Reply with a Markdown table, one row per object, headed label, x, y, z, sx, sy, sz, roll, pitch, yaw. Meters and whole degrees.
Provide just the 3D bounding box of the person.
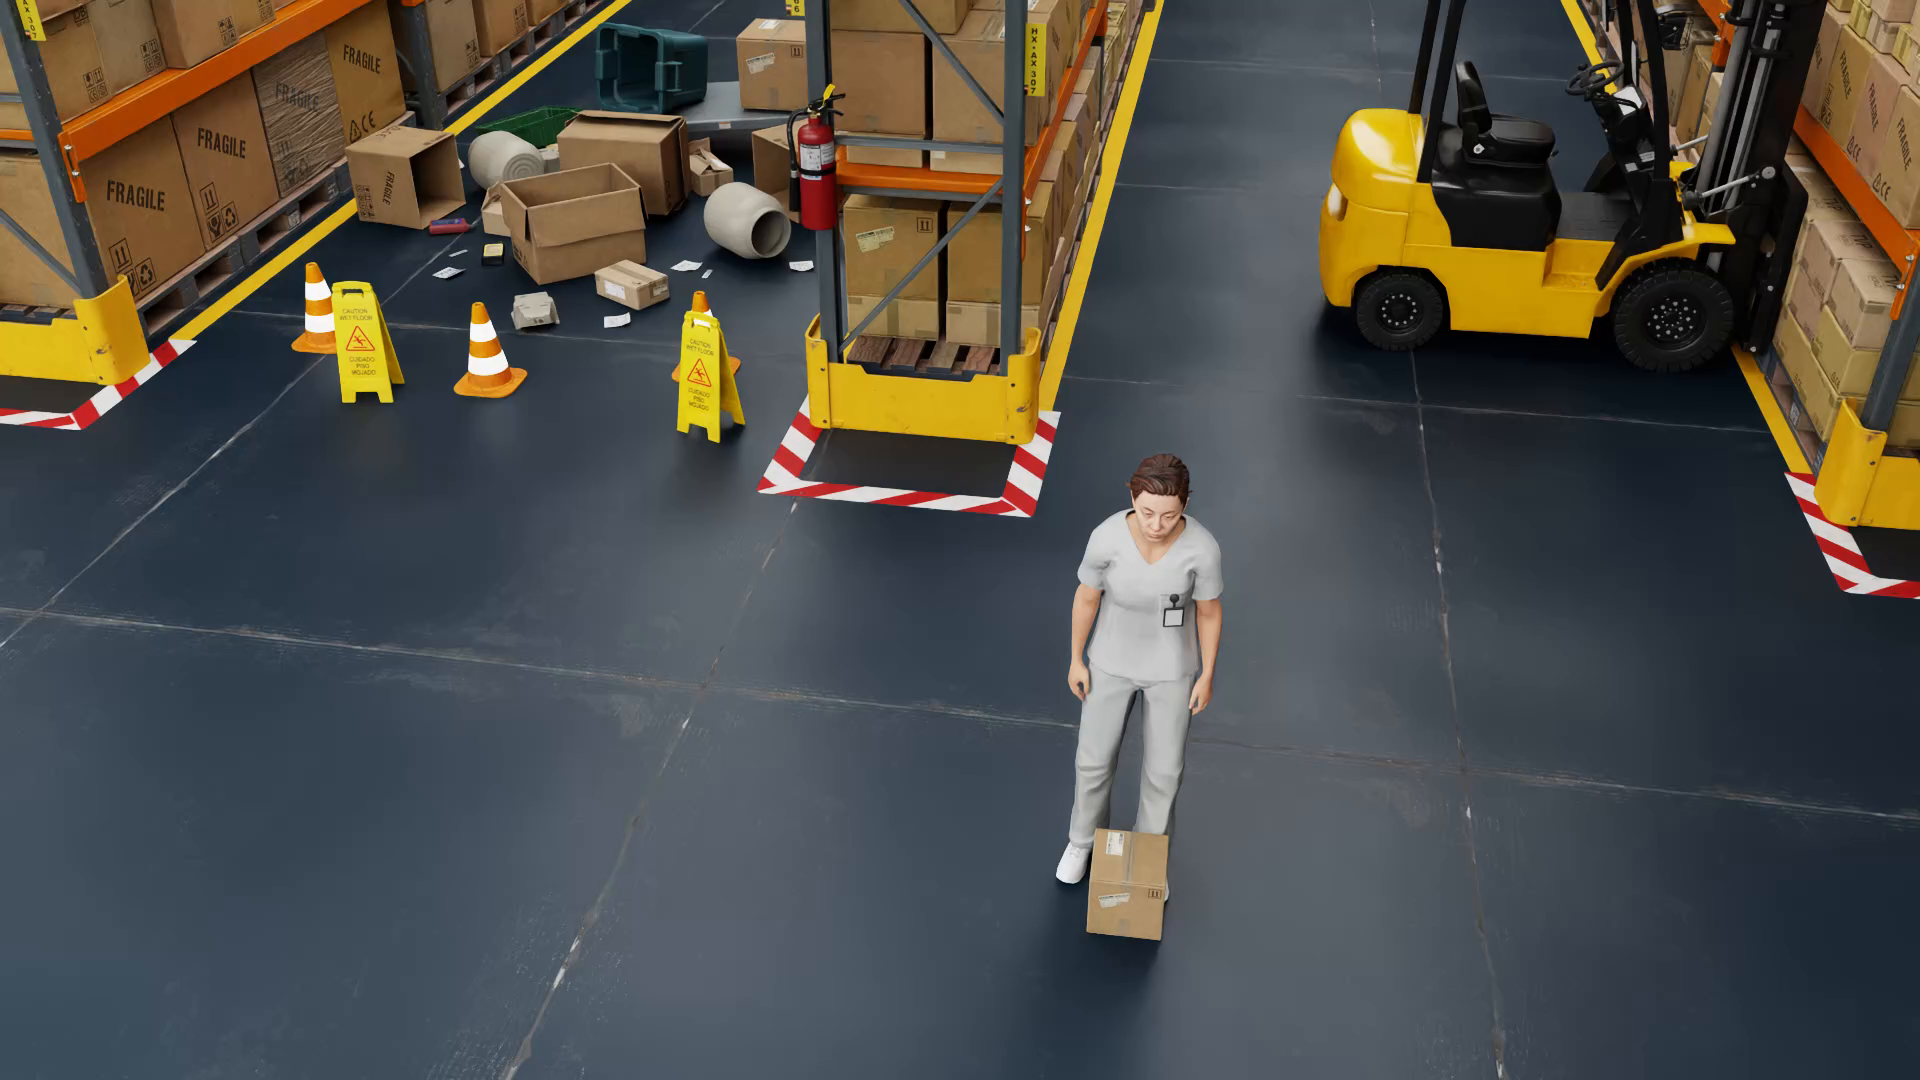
| label | x | y | z | sx | sy | sz | roll | pitch | yaw |
| --- | --- | --- | --- | --- | --- | --- | --- | --- | --- |
| person | 0.595 | 0.445 | 5.440 | 0.485 | 1.672 | 0.407 | 5 | 33 | 8 |
